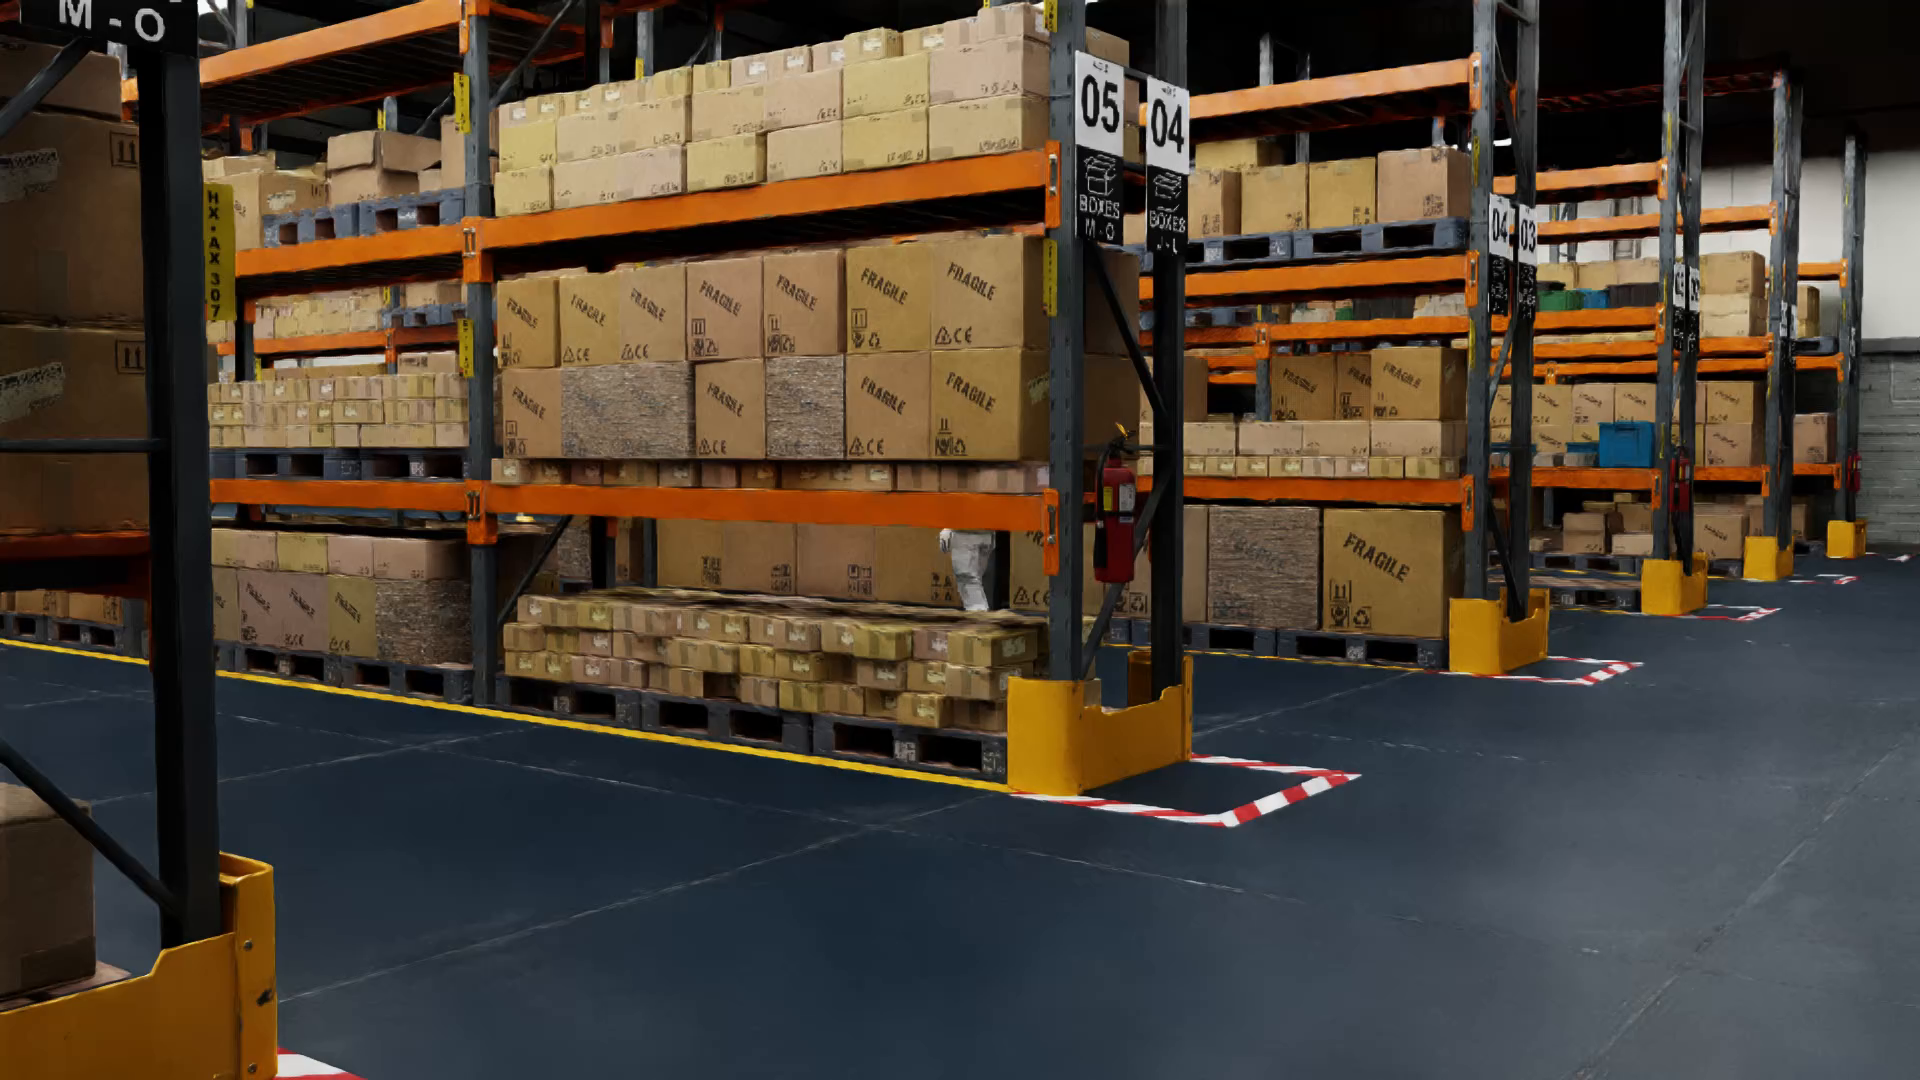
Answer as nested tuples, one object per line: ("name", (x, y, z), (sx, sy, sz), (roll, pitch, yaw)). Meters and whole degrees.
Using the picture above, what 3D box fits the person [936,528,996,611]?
("person", (0.065, -0.059, 12.344), (0.469, 1.788, 0.528), (2, 4, 37))
